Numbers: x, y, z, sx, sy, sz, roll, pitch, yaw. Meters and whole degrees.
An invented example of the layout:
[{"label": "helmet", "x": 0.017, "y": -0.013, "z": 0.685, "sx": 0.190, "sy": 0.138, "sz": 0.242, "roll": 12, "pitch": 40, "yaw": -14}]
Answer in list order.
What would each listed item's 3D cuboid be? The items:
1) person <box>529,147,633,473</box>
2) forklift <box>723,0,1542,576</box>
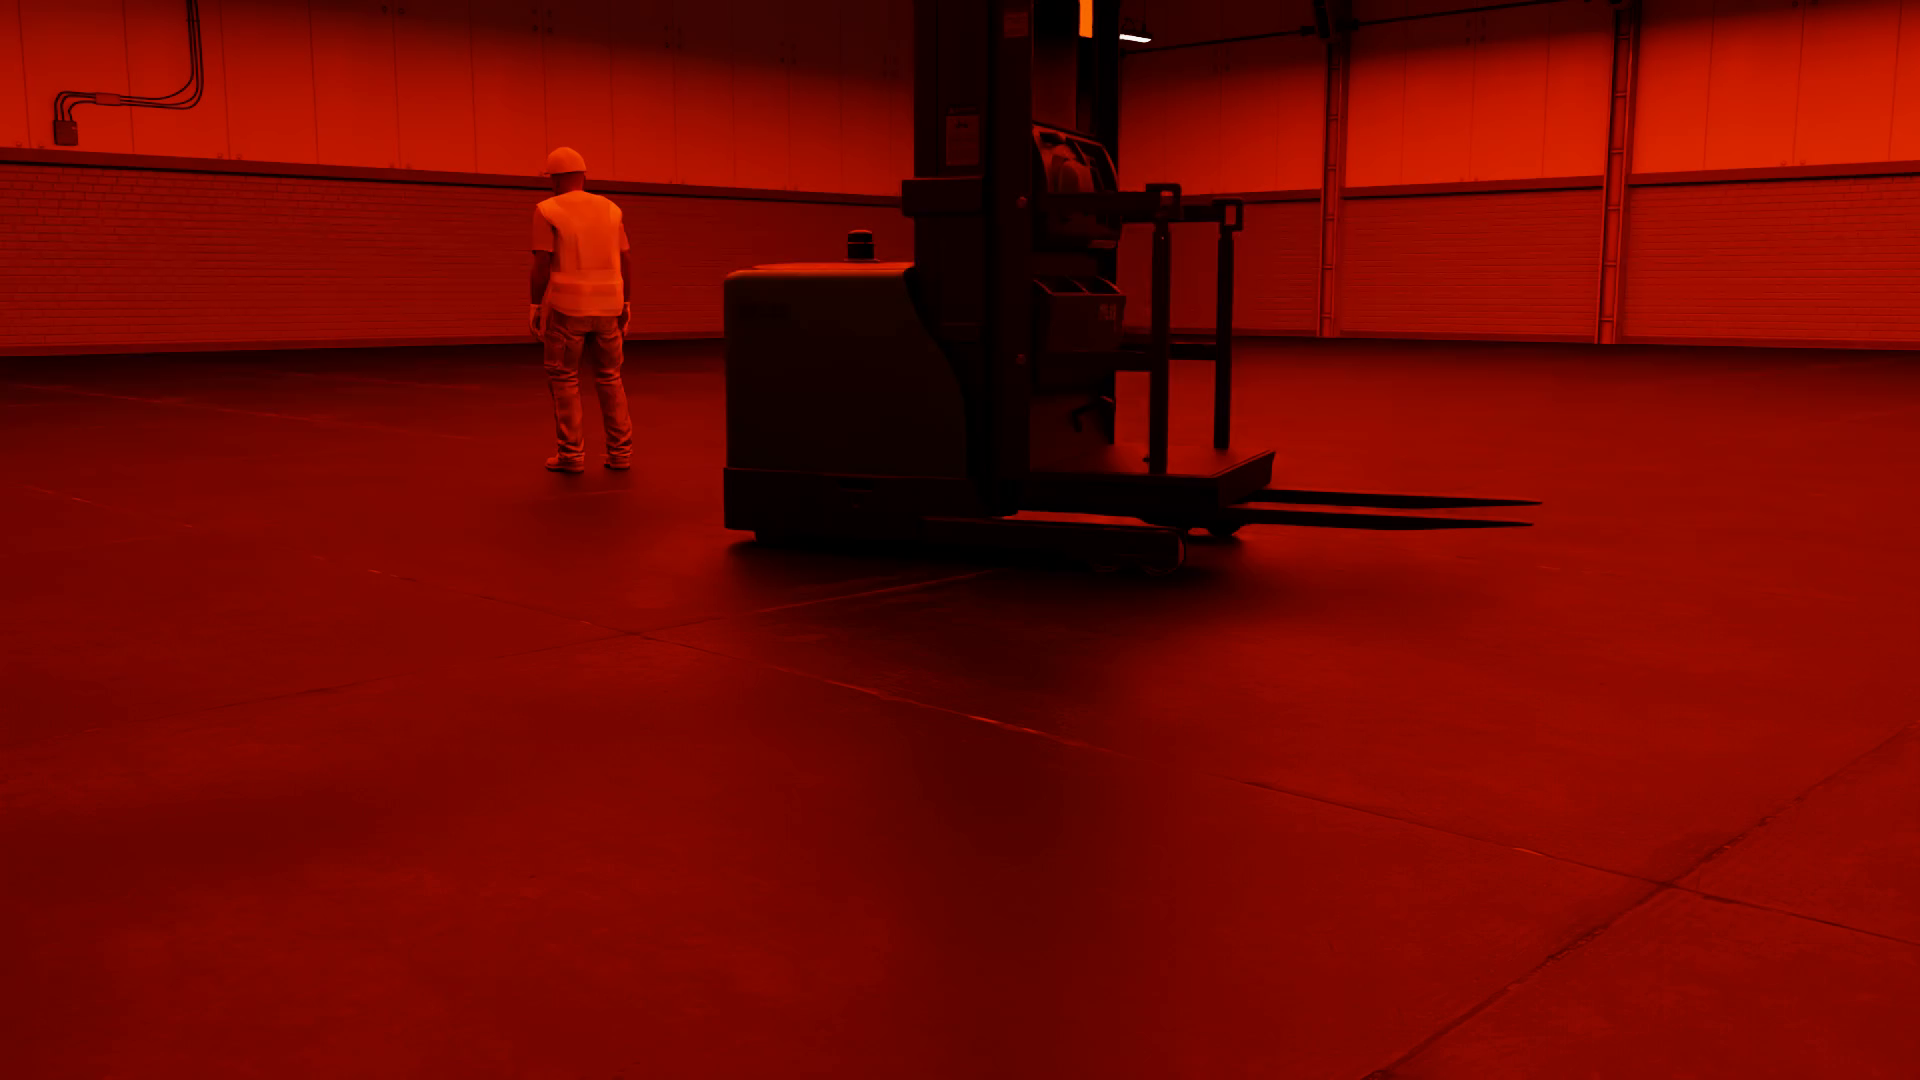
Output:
[{"label": "person", "x": -2.098, "y": -1.269, "z": 9.206, "sx": 0.620, "sy": 1.773, "sz": 0.449, "roll": -7, "pitch": 11, "yaw": -39}, {"label": "forklift", "x": 0.635, "y": -1.412, "z": 6.248, "sx": 3.031, "sy": 2.935, "sz": 1.130, "roll": 3, "pitch": 9, "yaw": 22}]
